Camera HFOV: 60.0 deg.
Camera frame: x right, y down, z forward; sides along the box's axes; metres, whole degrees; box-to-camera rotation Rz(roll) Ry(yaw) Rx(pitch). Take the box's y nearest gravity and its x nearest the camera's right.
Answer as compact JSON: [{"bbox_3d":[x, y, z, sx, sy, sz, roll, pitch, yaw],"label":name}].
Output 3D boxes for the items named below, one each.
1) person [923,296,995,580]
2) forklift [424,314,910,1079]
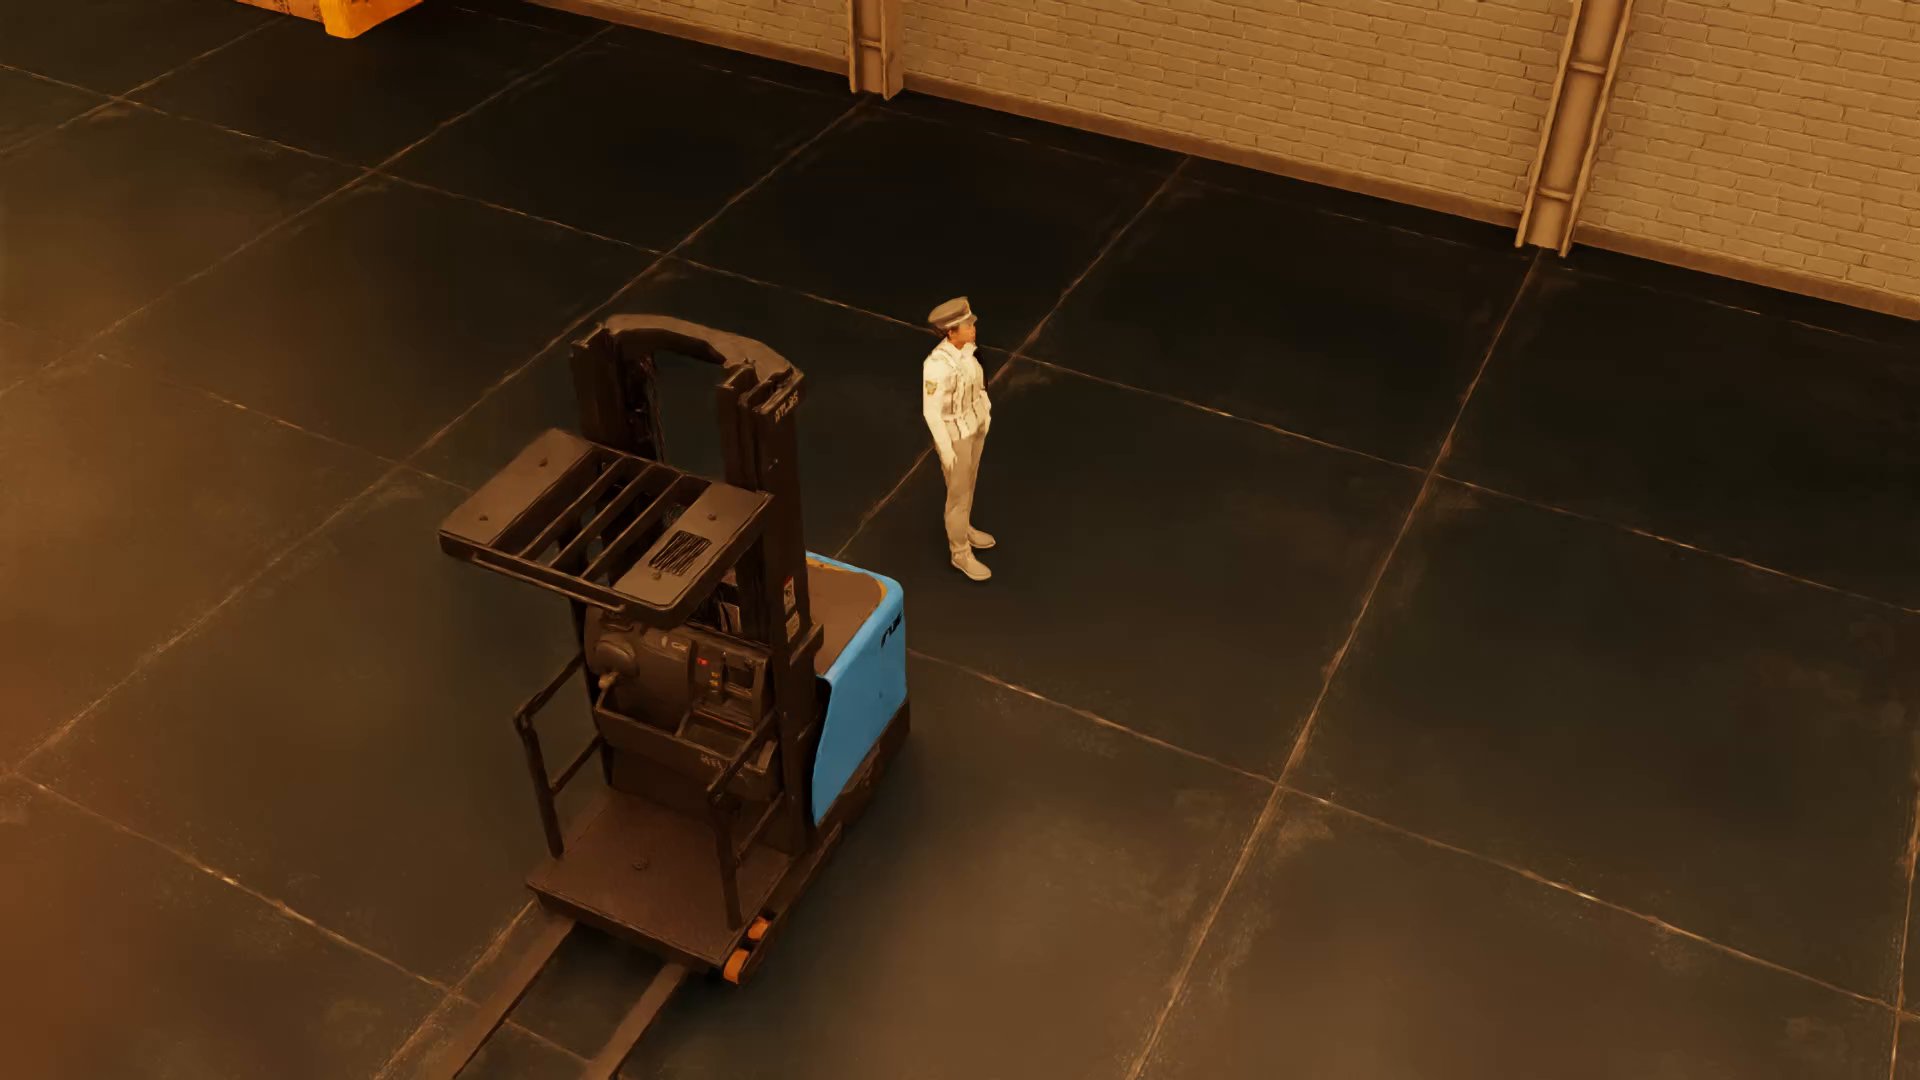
[{"bbox_3d":[0.057,-0.630,9.682,0.532,1.695,0.586,18,43,21],"label":"person"},{"bbox_3d":[-1.358,0.631,7.238,1.130,2.935,3.031,17,43,19],"label":"forklift"}]
